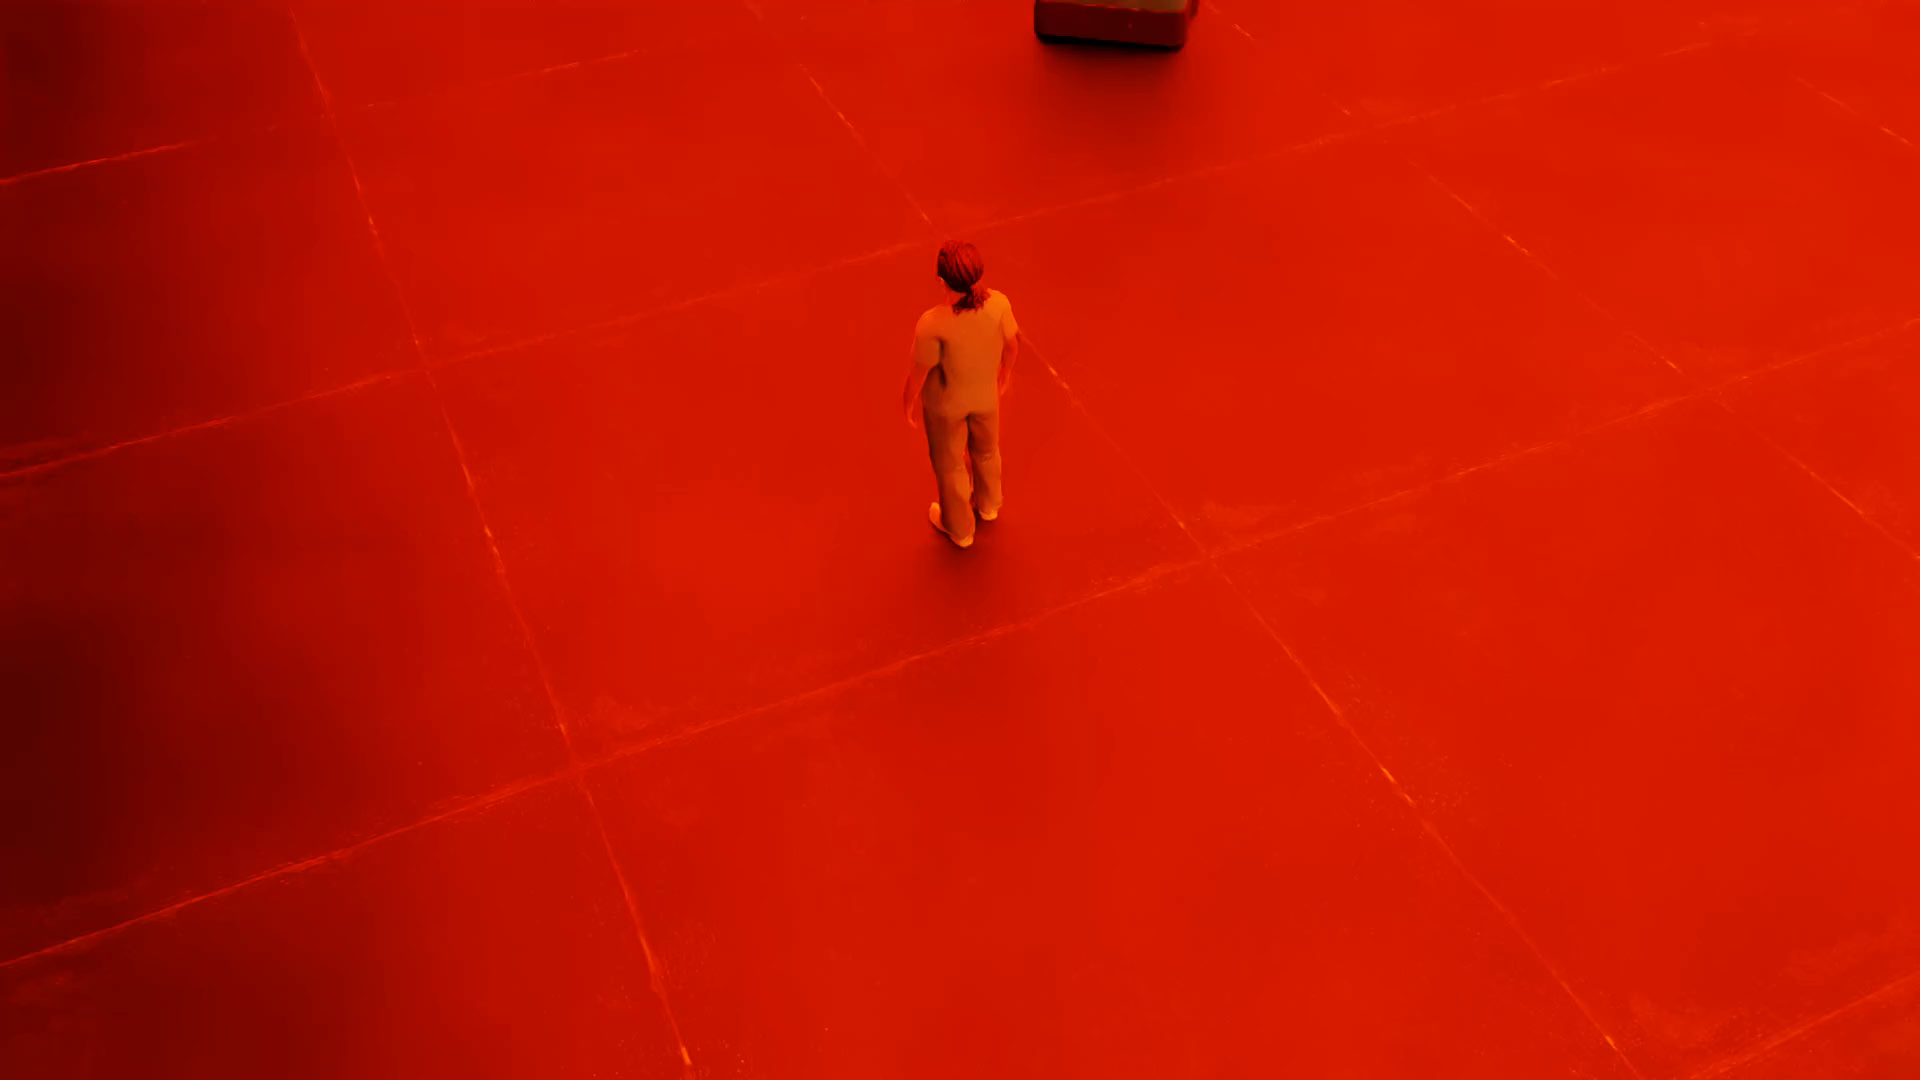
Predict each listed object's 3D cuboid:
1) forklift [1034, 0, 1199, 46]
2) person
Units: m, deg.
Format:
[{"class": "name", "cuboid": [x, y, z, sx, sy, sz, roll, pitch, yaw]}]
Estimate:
[{"class": "forklift", "cuboid": [1.302, -5.456, 11.526, 1.130, 2.935, 3.031, 8, 44, 8]}, {"class": "person", "cuboid": [-0.019, -0.664, 7.308, 0.550, 1.664, 0.548, -18, 46, -18]}]
